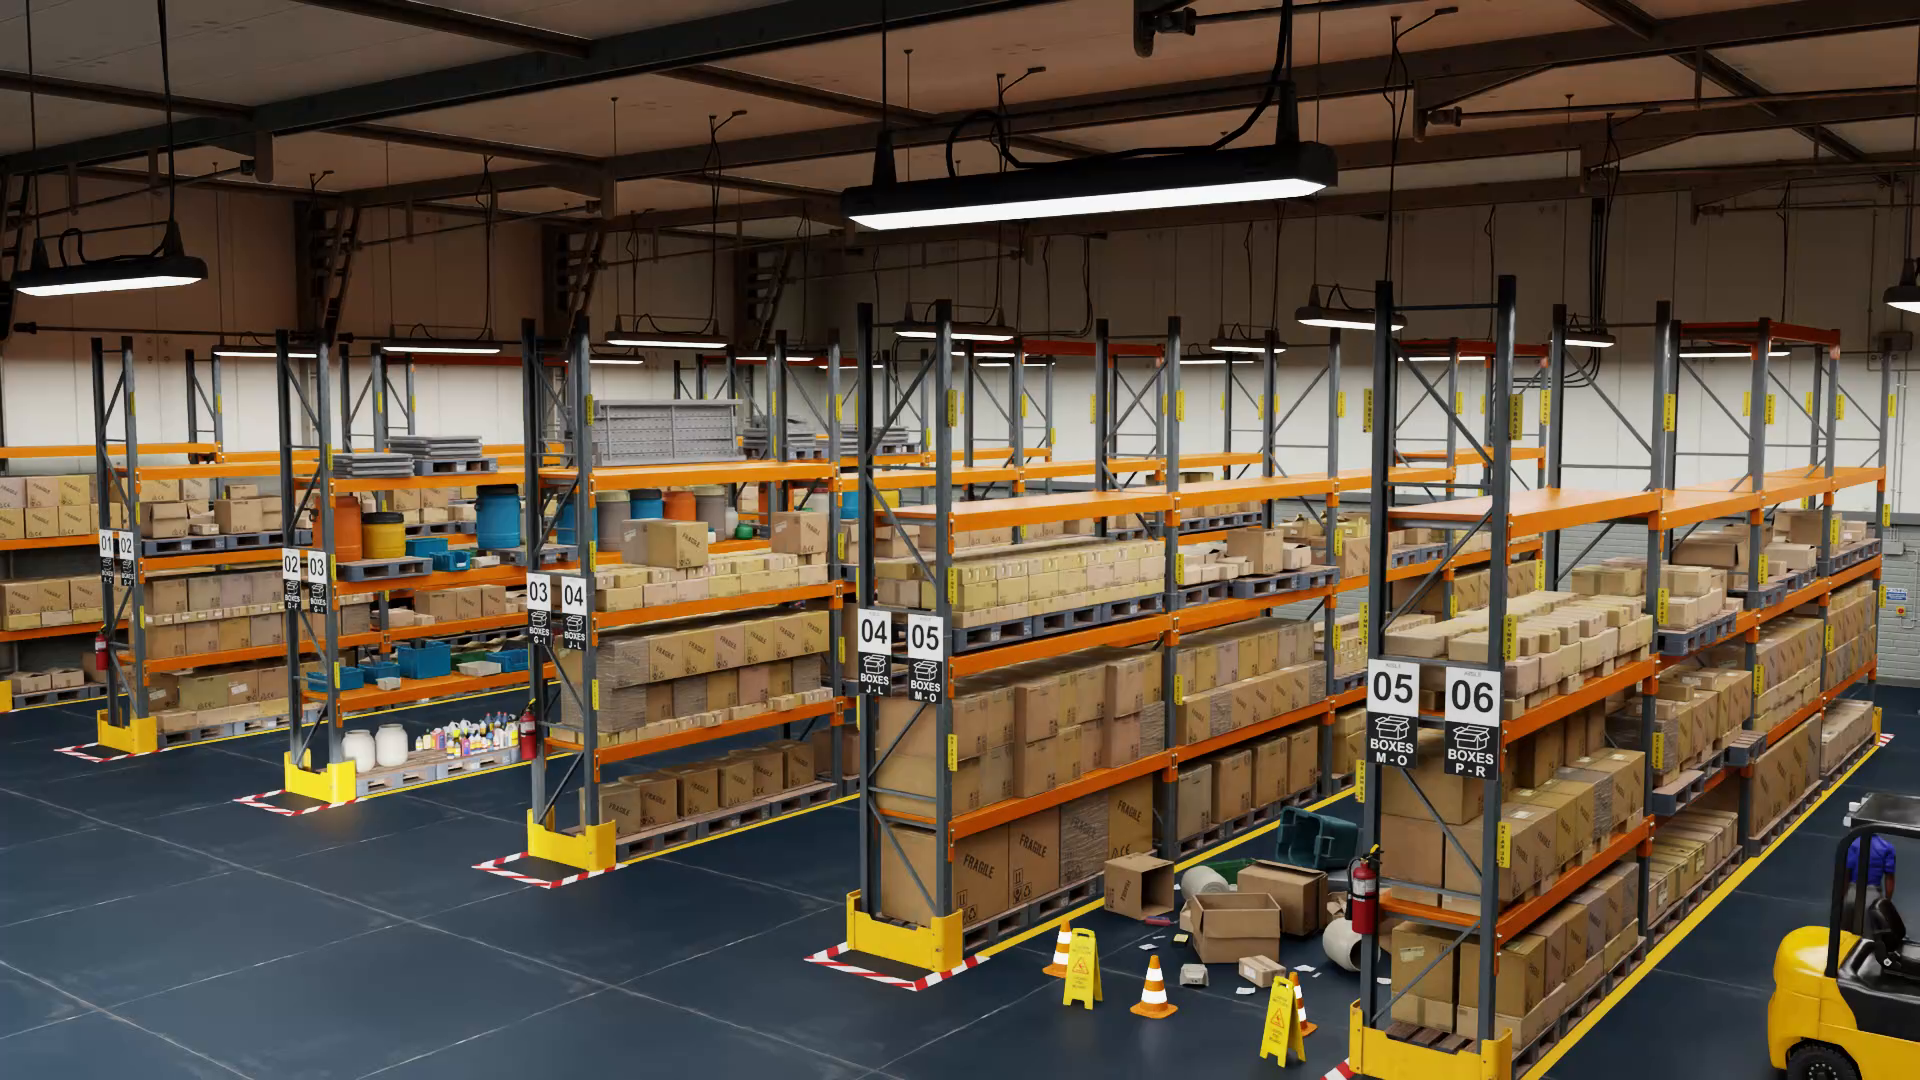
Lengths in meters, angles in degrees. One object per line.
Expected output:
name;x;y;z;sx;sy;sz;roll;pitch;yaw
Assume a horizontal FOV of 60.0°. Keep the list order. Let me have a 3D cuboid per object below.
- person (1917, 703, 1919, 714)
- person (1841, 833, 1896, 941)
person;5.681;1.475;32.111;23.226;1.715;3.425;3;6;33
person;7.692;3.140;14.175;0.449;1.705;0.595;3;6;32
